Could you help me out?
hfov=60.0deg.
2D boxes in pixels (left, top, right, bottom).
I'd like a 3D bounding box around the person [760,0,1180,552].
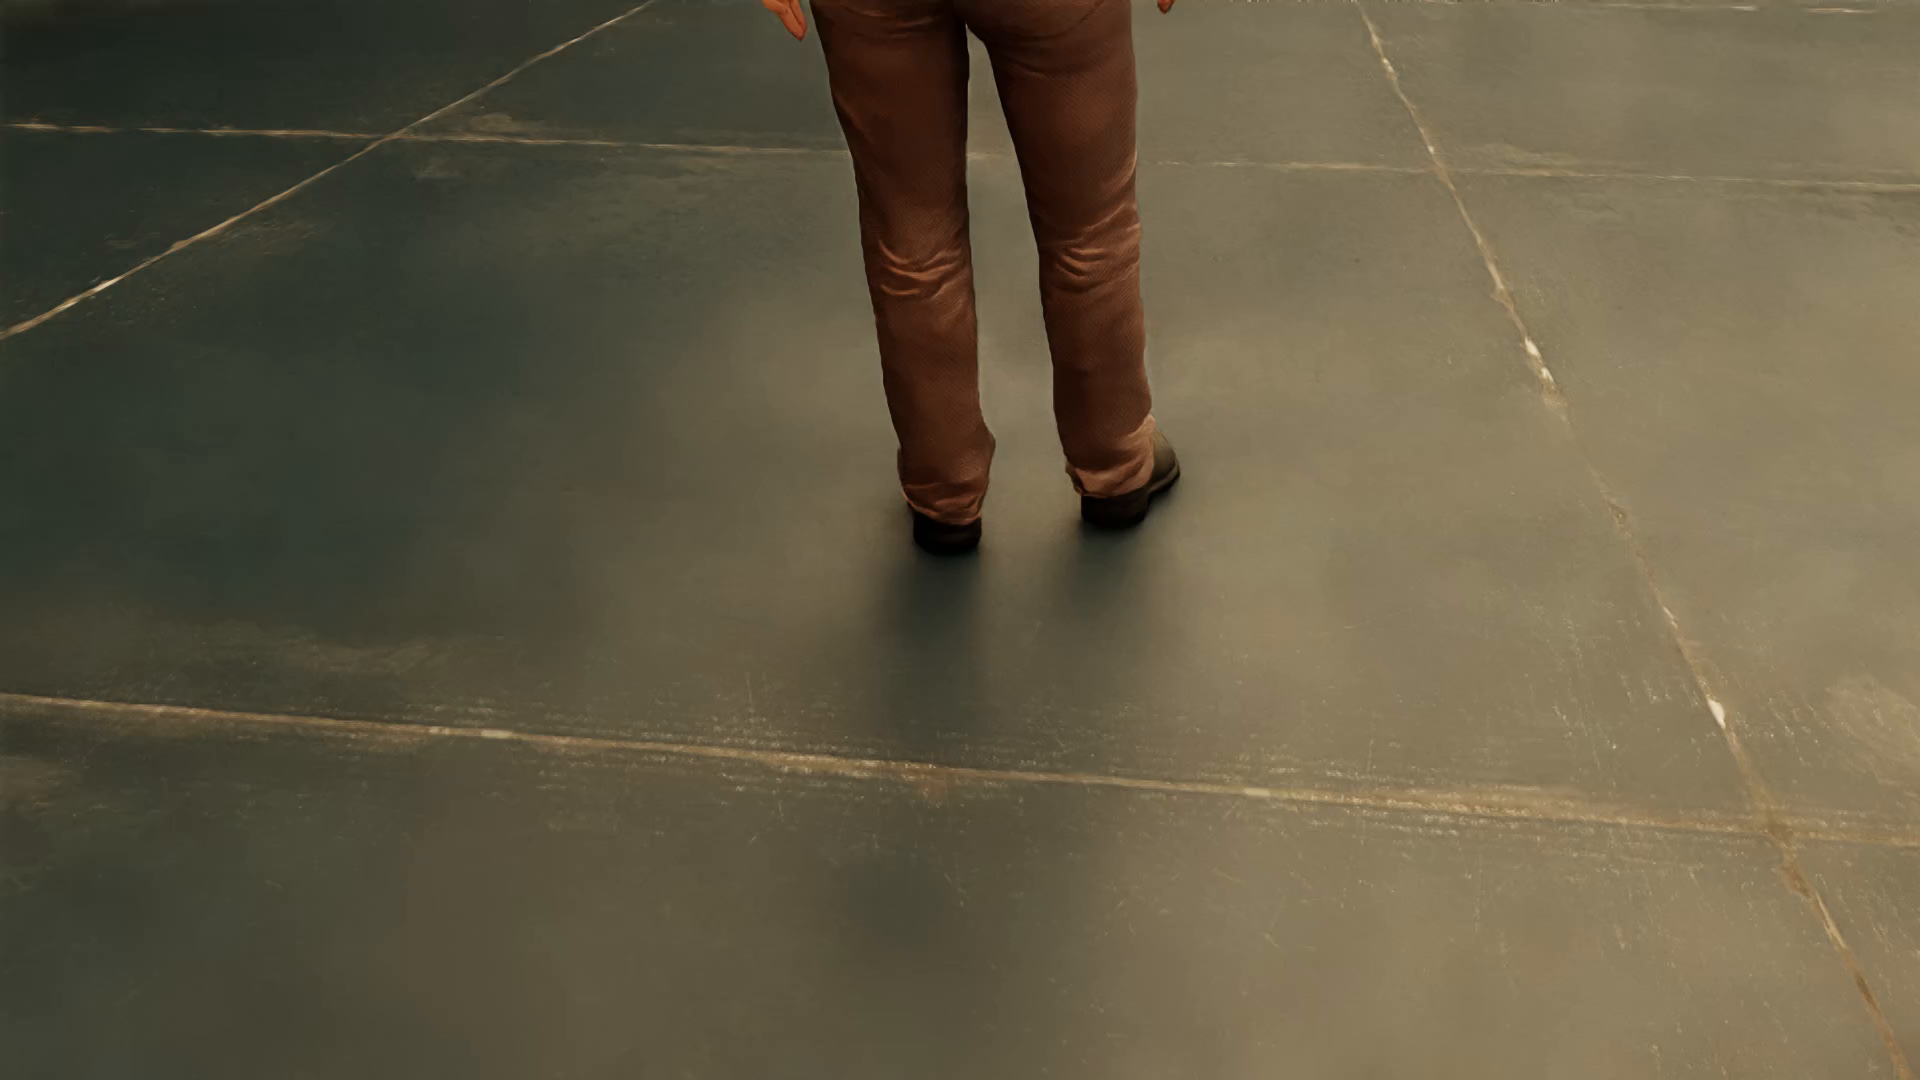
[{"bbox_3d":[0.016,-0.804,2.167,0.632,1.720,0.567,3,27,7],"label":"person"}]
